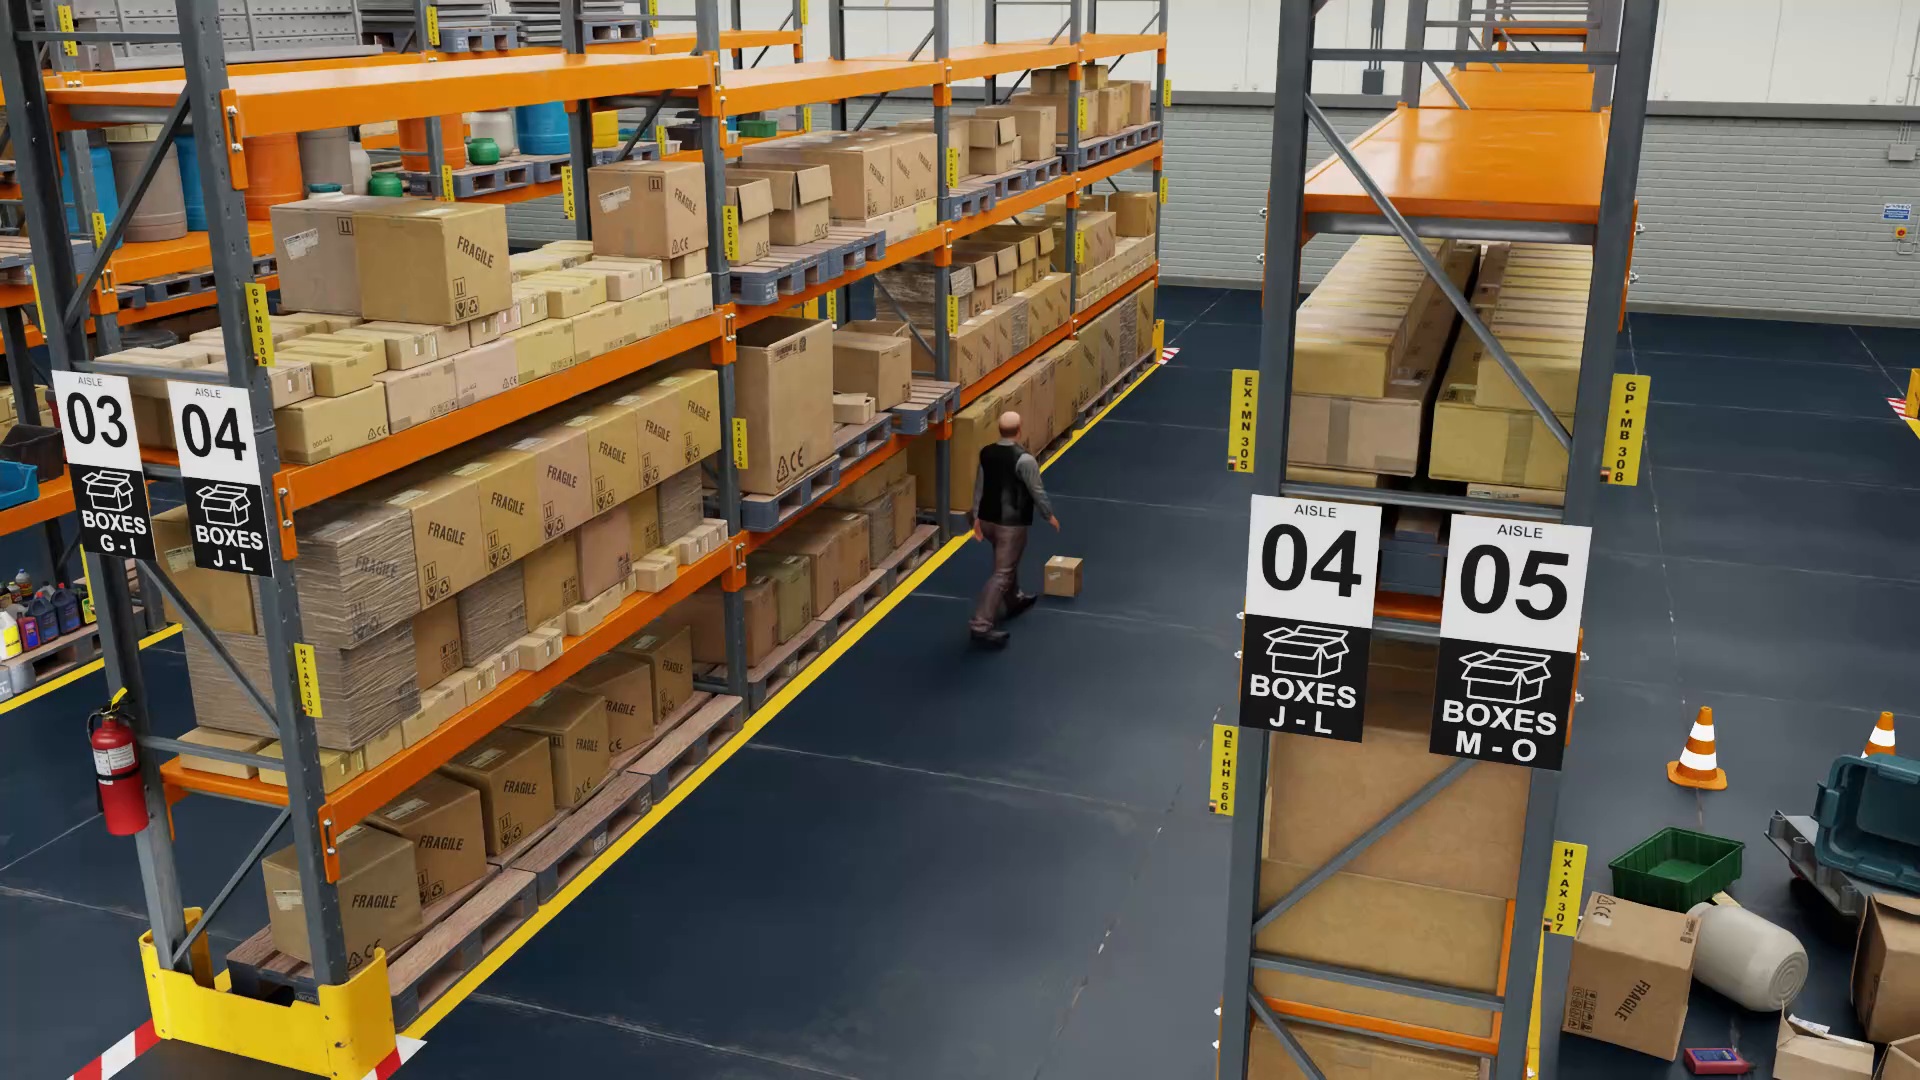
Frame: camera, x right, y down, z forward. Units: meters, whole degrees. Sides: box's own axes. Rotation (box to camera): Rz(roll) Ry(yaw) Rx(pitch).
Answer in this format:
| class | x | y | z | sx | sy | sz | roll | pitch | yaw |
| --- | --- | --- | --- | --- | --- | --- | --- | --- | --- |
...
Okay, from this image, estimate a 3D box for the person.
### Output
| class | x | y | z | sx | sy | sz | roll | pitch | yaw |
| --- | --- | --- | --- | --- | --- | --- | --- | --- | --- |
| person | 0.377 | -0.129 | 12.514 | 0.982 | 1.678 | 0.570 | -16 | 24 | -39 |
